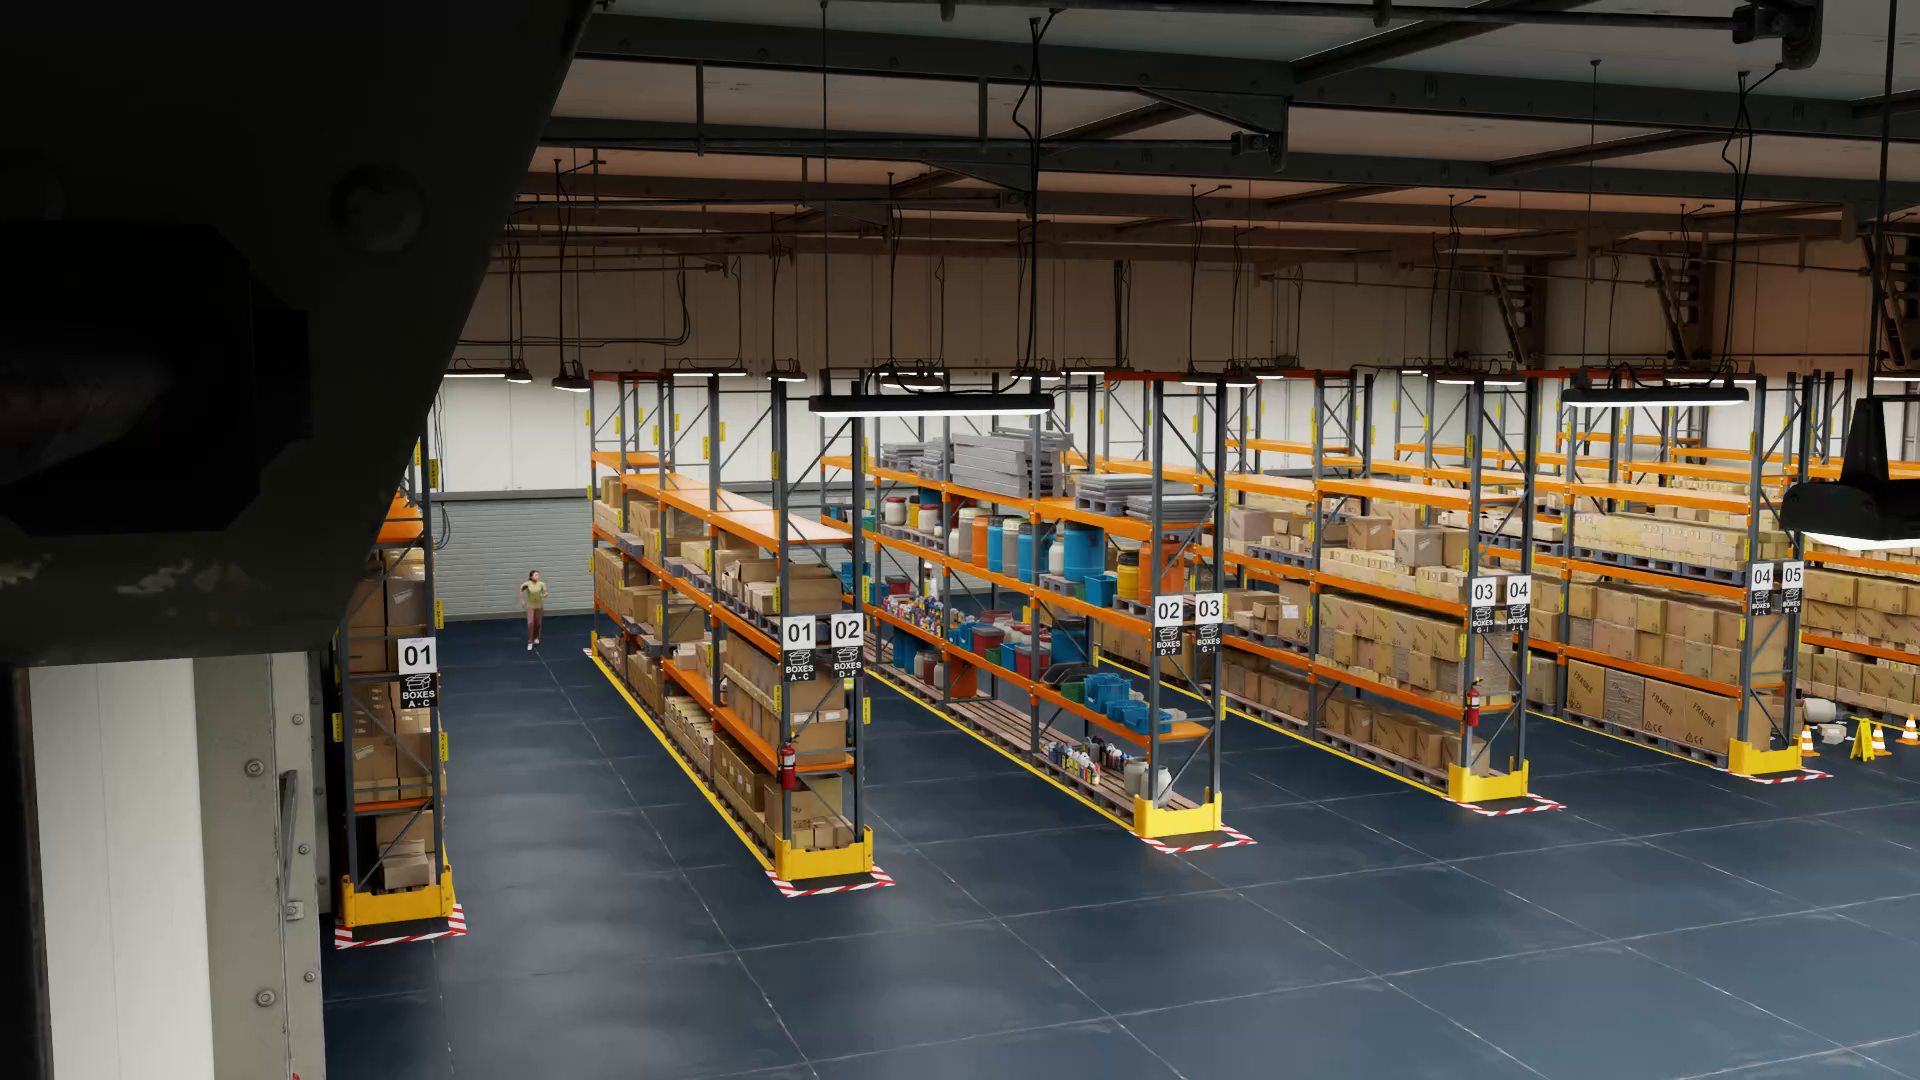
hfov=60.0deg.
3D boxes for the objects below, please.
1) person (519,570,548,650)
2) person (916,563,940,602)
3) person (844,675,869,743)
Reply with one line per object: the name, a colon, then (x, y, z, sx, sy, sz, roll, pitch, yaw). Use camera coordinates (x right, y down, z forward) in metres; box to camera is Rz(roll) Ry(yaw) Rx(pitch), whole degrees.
person: (-9.228, 1.493, 36.027, 0.615, 1.718, 0.820, -2, 7, -19)
person: (-0.725, 1.361, 36.822, 0.580, 1.731, 0.883, -3, 7, -28)
person: (-1.790, 2.418, 27.007, 0.601, 1.768, 0.477, 2, 7, 17)
